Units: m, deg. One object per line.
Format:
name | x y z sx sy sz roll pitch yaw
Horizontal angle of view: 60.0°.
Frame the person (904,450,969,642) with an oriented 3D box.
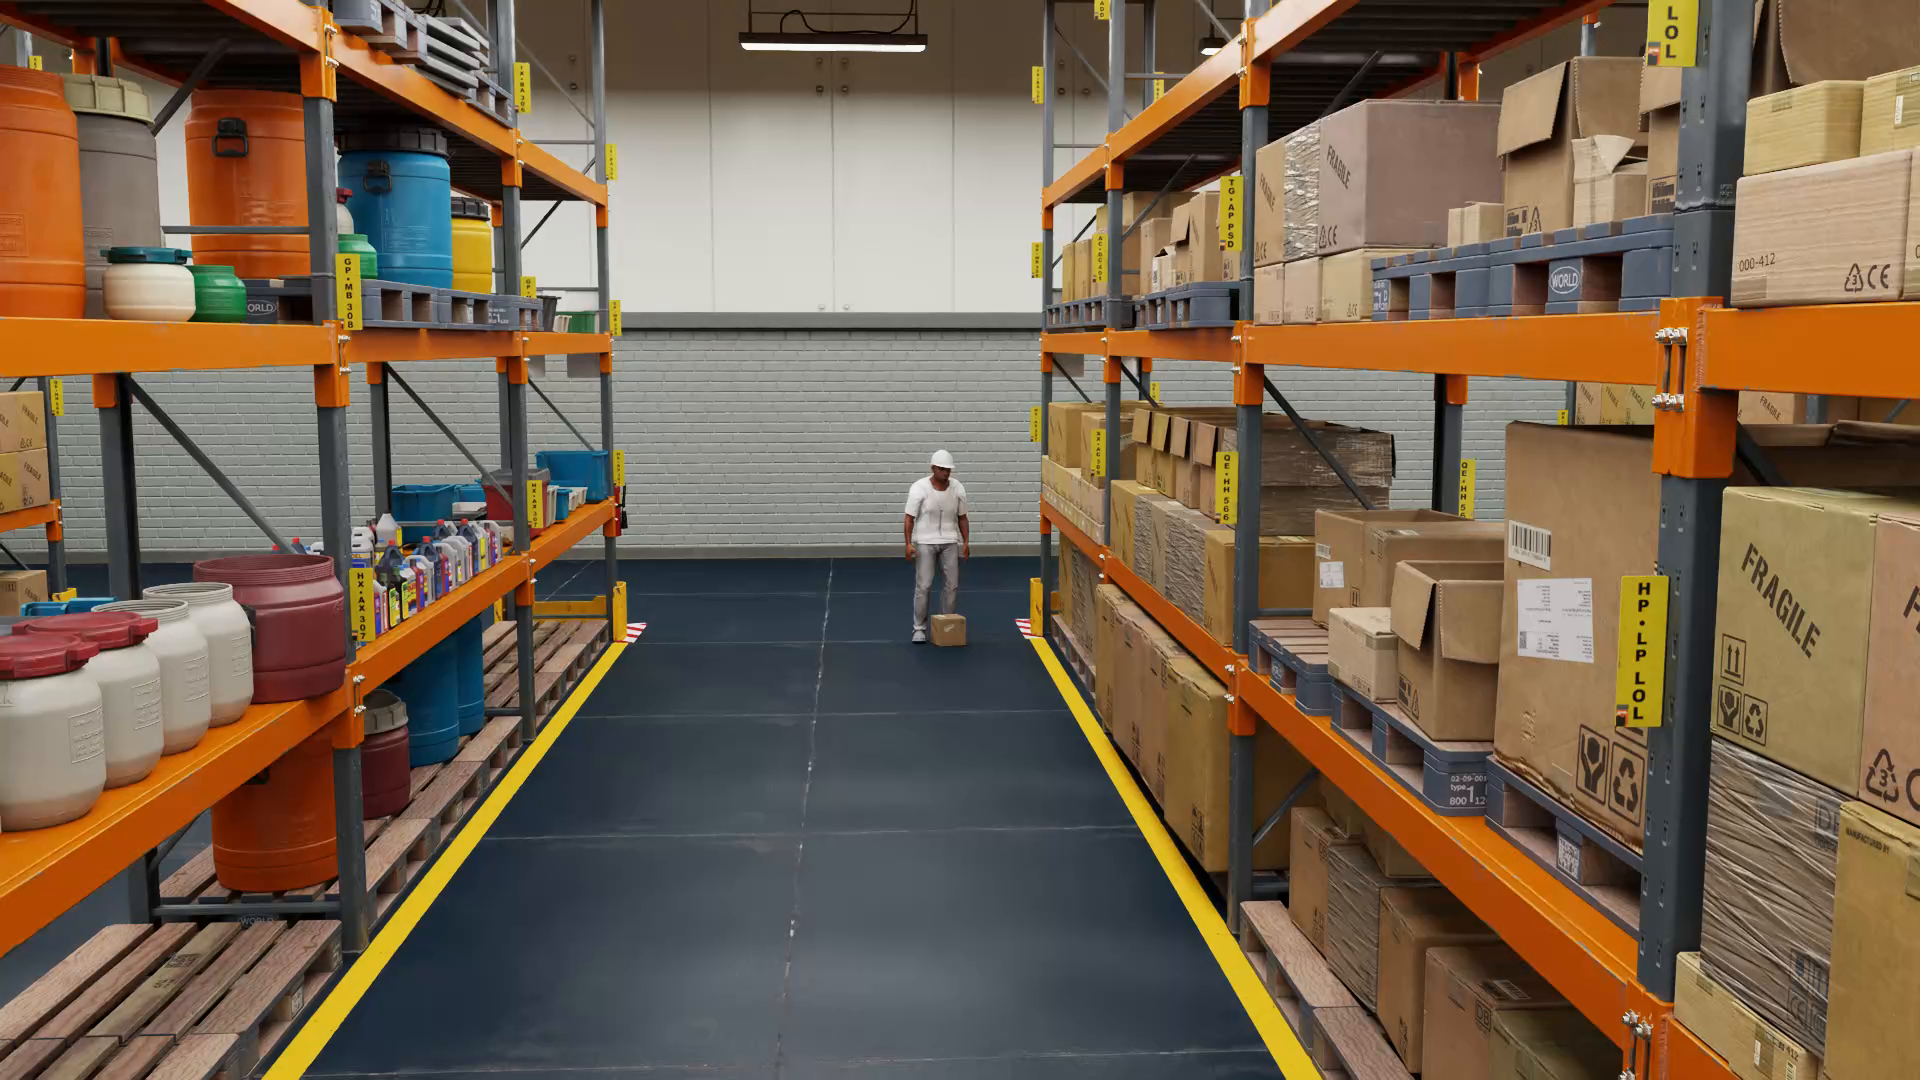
person | -0.205 0.049 15.268 0.626 1.756 0.461 -2 7 -19
